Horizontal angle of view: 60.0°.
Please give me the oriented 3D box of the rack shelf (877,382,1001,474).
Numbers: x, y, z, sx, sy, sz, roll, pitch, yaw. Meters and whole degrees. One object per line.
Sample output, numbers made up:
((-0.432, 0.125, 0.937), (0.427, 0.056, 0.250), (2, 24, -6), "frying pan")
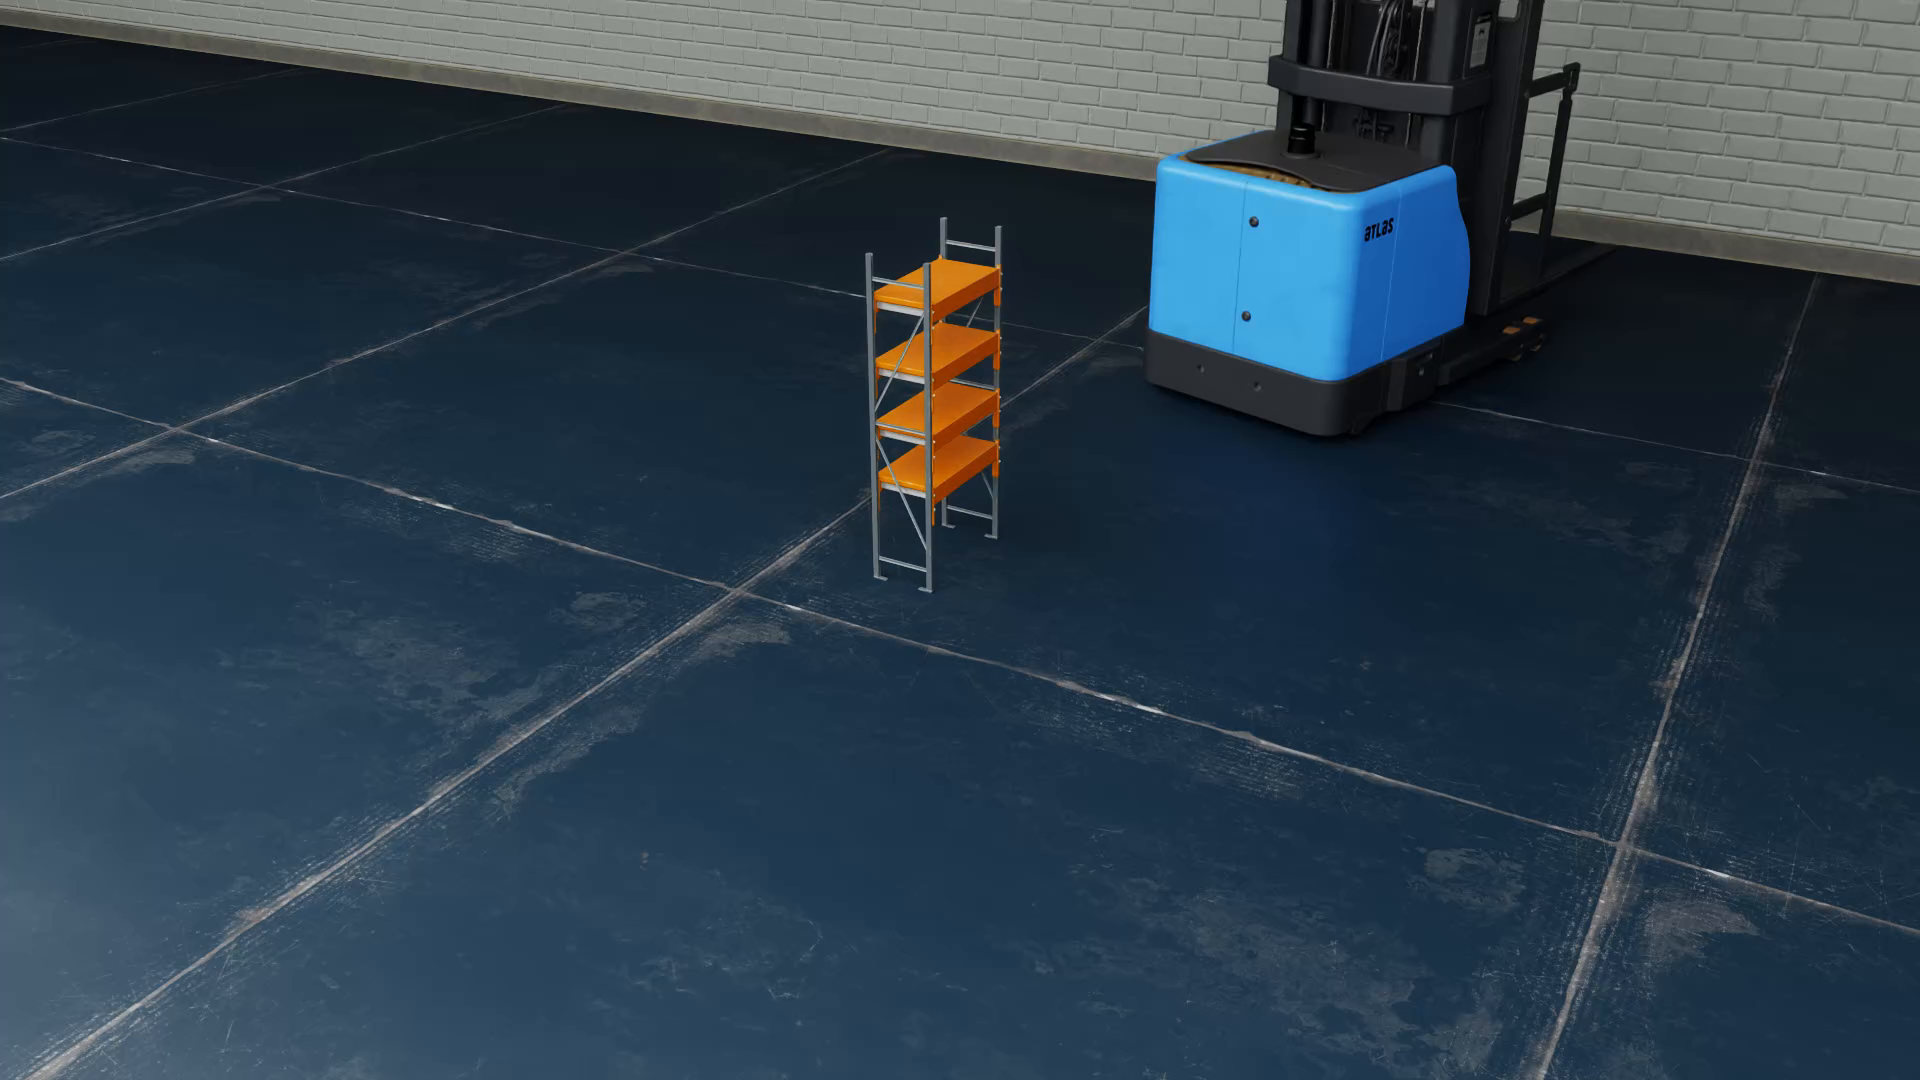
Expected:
((-0.081, -0.412, 5.883), (0.258, 0.148, 0.480), (14, 30, 26), "rack shelf")

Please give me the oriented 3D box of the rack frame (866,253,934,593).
((-0.201, -0.377, 5.663), (0.240, 1.200, 0.015), (14, 30, 26), "rack frame")

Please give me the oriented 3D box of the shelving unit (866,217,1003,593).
((-0.081, -0.472, 5.853), (0.258, 1.200, 0.503), (14, 30, 26), "shelving unit")

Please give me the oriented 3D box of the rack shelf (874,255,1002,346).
((-0.081, -0.823, 5.677), (0.258, 0.148, 0.480), (14, 30, 26), "rack shelf")

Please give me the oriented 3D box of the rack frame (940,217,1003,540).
((0.039, -0.567, 6.043), (0.240, 1.200, 0.015), (14, 30, 26), "rack frame")

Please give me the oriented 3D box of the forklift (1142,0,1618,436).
((2.222, -2.308, 7.587), (1.130, 2.935, 3.031), (24, 35, 39), "forklift")

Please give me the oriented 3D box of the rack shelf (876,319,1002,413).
((-0.081, -0.612, 5.783), (0.258, 0.148, 0.480), (14, 30, 26), "rack shelf")

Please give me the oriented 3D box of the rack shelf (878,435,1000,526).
((-0.081, -0.234, 5.972), (0.258, 0.148, 0.480), (14, 30, 26), "rack shelf")
